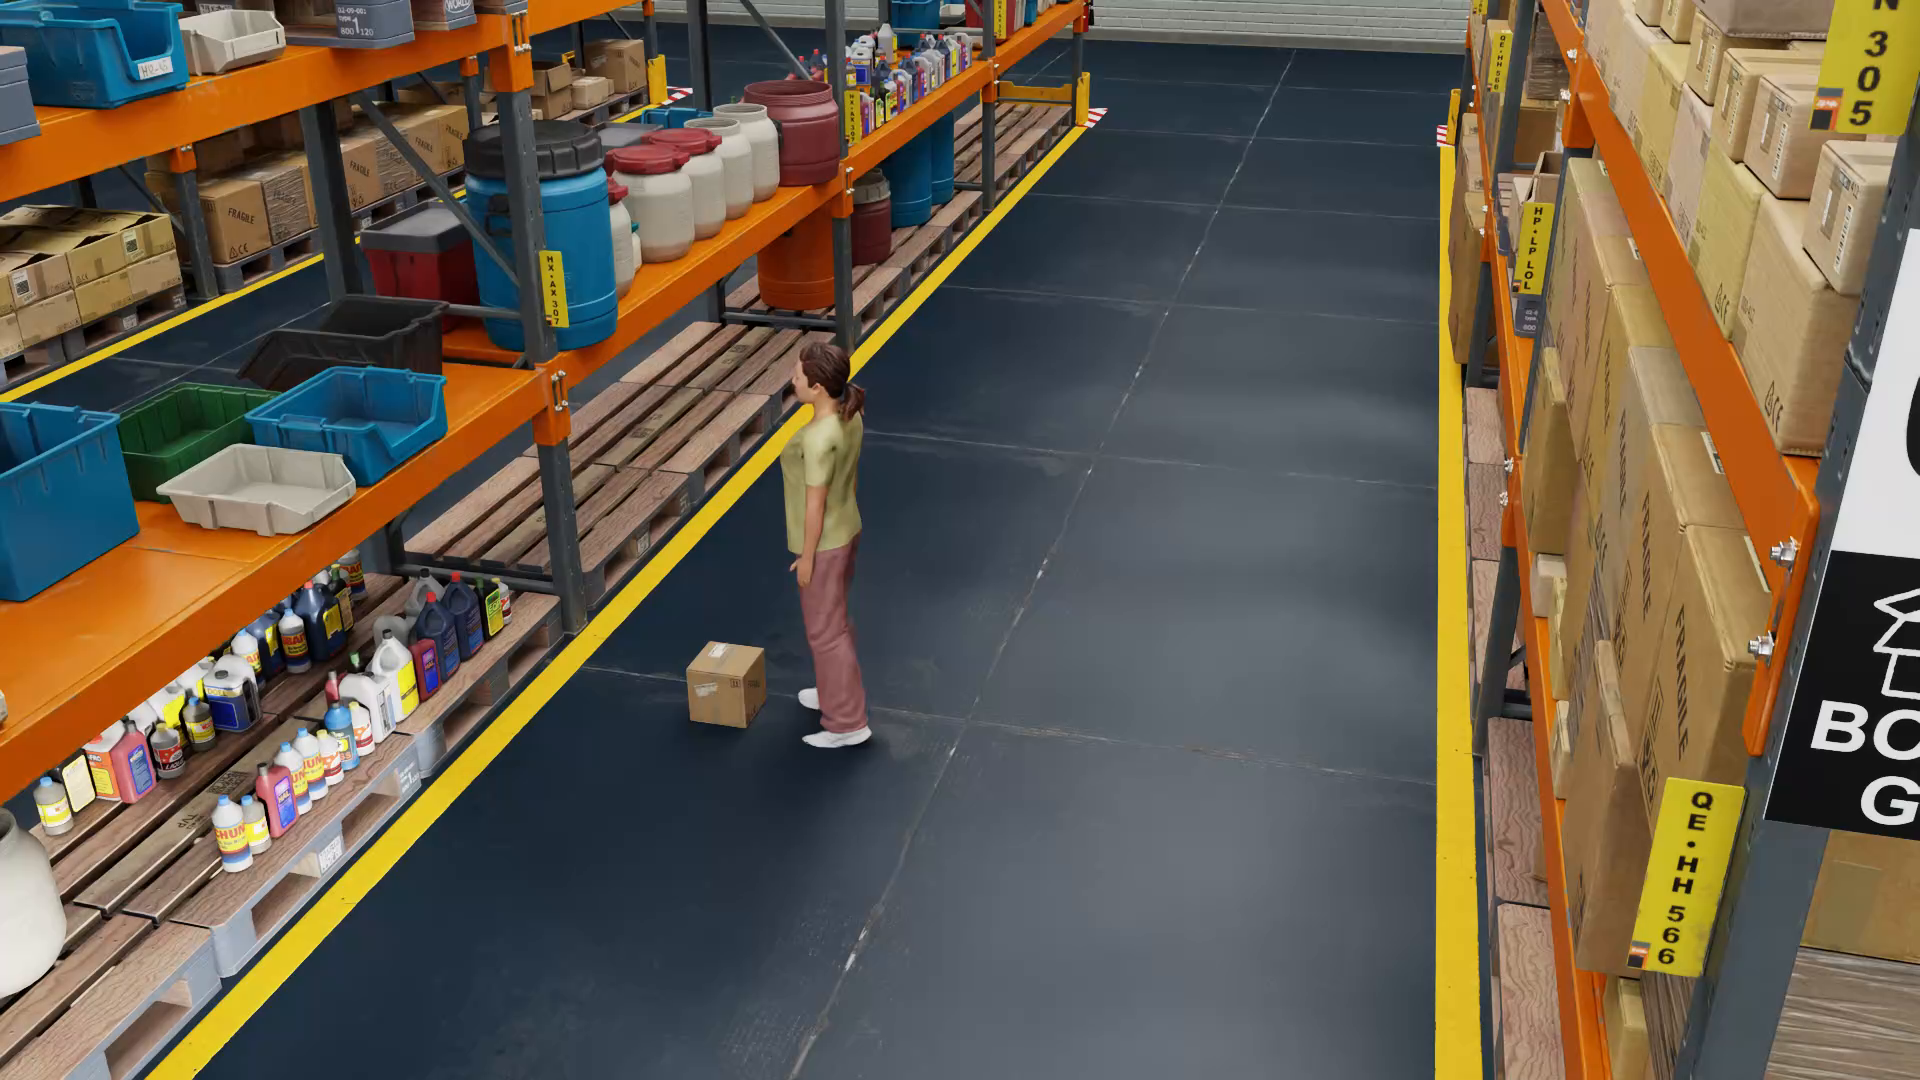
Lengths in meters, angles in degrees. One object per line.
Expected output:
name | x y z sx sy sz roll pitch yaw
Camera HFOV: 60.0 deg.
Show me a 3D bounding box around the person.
person | -0.531 0.036 6.594 0.401 1.709 0.443 7 26 14
